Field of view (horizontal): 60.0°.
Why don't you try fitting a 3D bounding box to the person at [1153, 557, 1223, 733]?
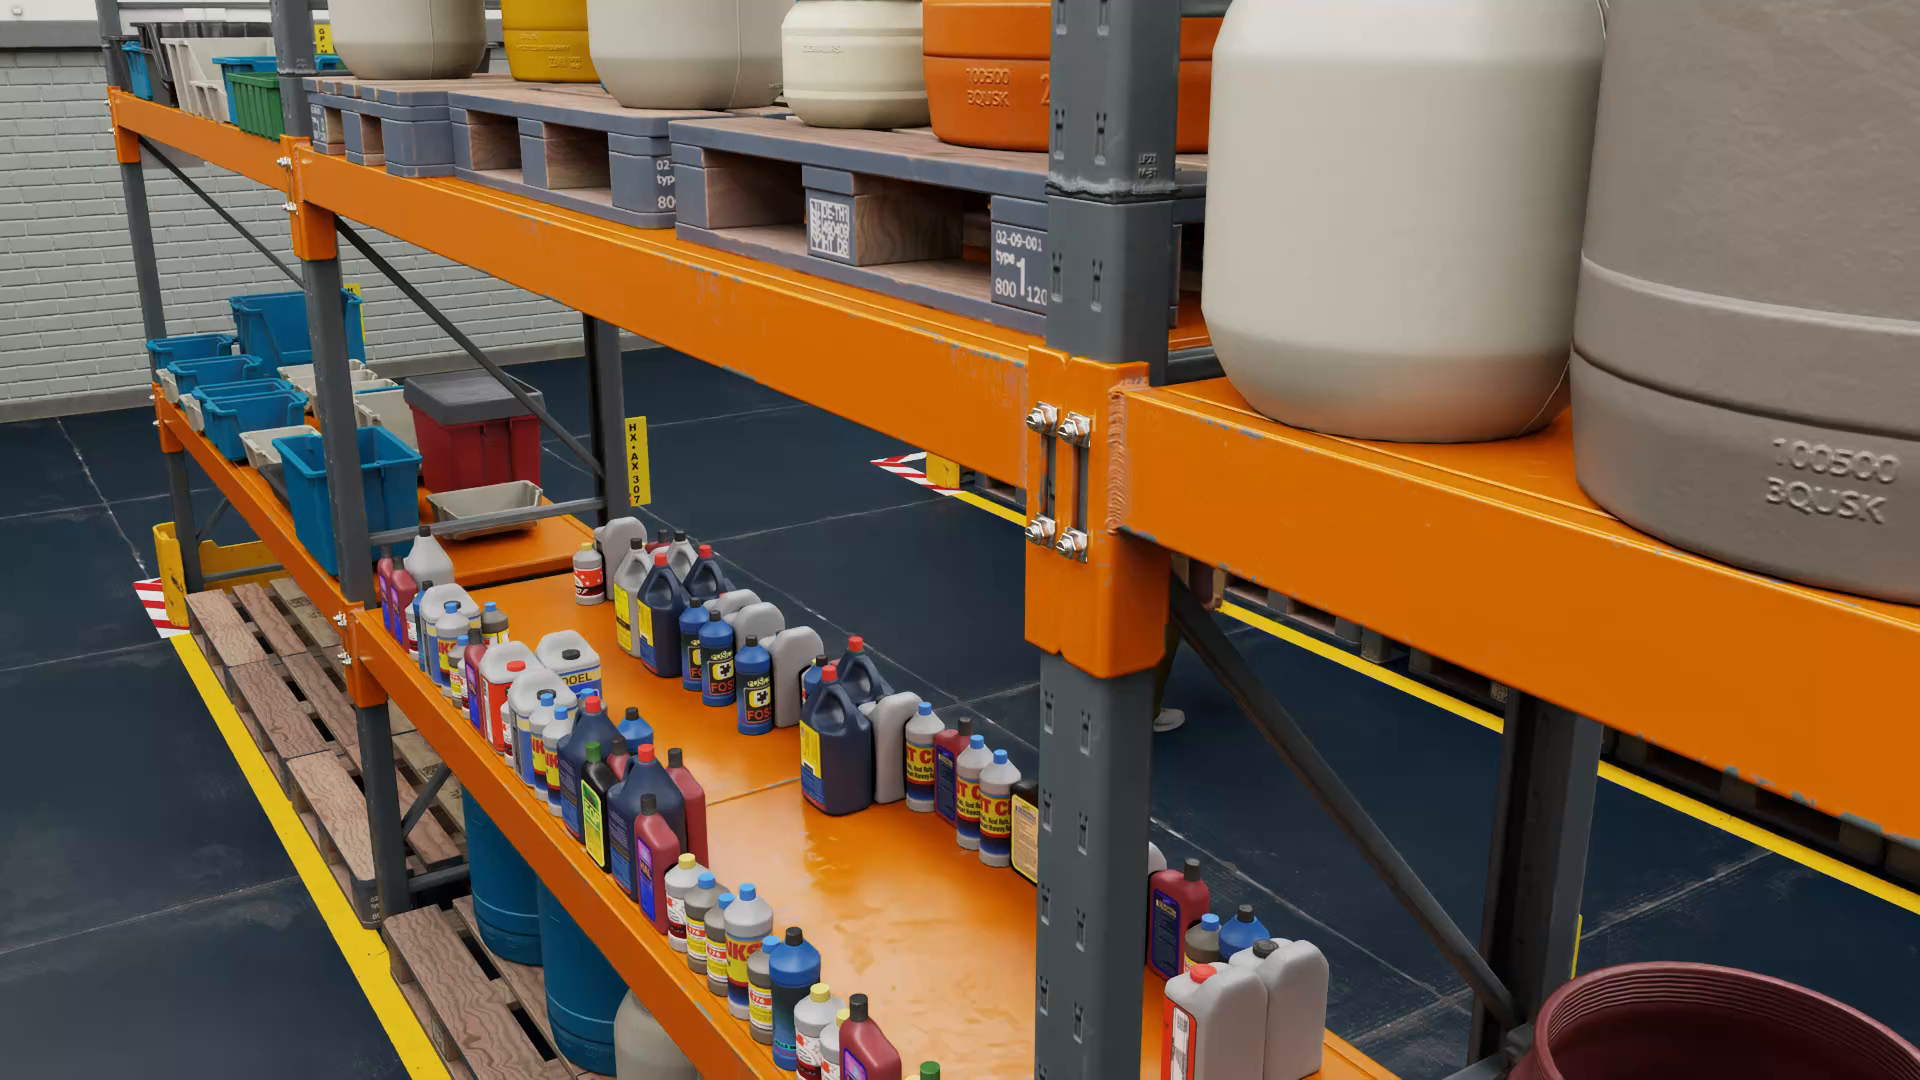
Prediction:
[{"bbox_3d":[0.944,0.148,7.684,0.859,1.435,0.541,-12,21,-33],"label":"person"}]
